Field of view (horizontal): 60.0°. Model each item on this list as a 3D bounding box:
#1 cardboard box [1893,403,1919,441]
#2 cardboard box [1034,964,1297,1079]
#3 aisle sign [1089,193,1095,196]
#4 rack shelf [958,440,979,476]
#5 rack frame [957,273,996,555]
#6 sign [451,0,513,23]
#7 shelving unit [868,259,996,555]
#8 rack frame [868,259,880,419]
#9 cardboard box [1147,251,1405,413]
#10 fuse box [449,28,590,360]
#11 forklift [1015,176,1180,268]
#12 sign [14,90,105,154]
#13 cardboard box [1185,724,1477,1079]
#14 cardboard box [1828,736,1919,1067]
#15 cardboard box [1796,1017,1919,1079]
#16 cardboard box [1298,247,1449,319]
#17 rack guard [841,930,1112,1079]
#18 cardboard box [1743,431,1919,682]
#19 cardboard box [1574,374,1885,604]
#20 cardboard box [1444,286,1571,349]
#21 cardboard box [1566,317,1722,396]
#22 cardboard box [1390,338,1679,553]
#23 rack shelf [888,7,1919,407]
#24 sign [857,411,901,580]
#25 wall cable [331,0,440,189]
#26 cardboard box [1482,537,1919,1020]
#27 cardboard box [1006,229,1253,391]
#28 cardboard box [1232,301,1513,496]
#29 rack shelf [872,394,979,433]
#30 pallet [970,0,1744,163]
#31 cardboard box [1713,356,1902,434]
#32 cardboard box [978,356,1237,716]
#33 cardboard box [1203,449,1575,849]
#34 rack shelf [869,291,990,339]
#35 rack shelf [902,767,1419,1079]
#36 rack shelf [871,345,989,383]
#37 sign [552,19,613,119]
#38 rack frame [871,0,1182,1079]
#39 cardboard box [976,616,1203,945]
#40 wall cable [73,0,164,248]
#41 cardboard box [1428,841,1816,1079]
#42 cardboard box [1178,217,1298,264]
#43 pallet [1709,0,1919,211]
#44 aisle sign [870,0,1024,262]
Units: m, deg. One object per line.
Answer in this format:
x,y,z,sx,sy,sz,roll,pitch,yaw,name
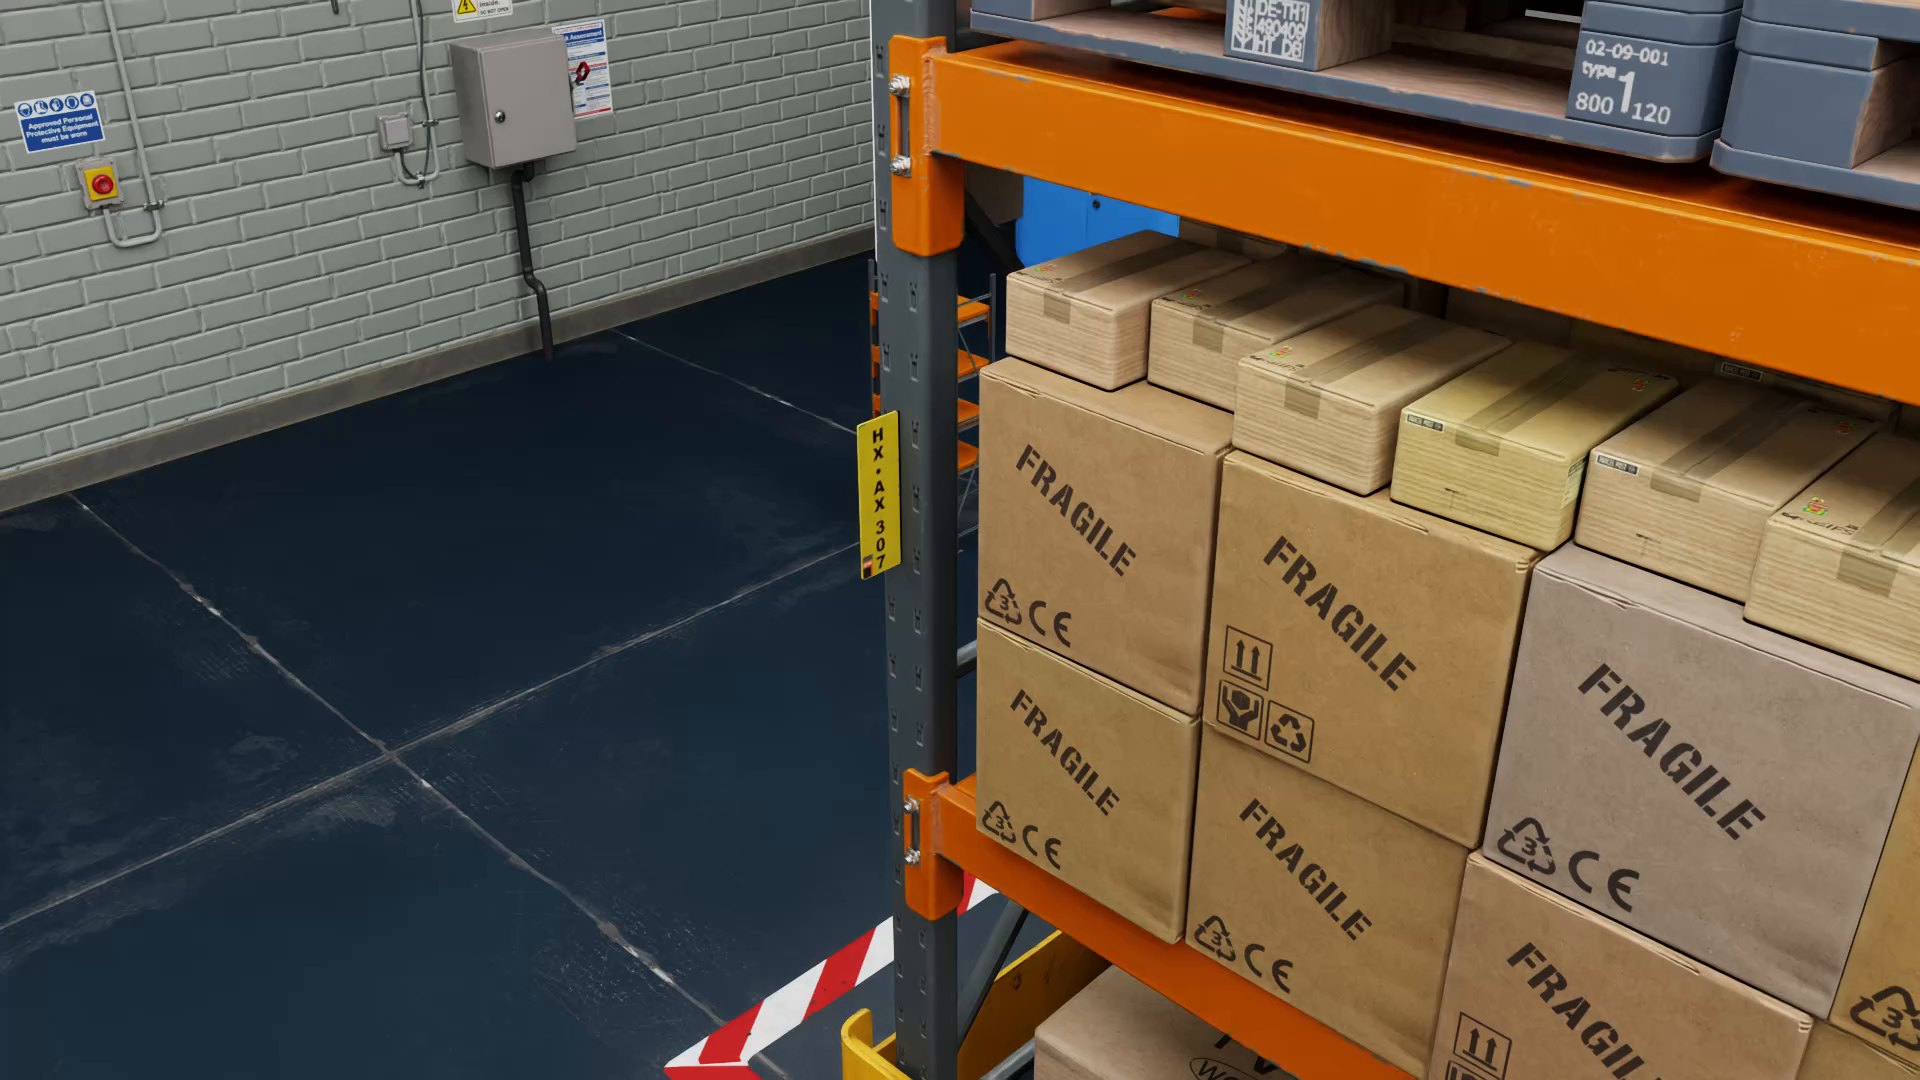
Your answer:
1.584,-0.172,2.475,0.380,0.149,0.250,-24,36,-38,cardboard box
0.781,1.284,3.888,0.875,0.438,0.875,23,36,37,cardboard box
0.406,-1.124,3.371,0.004,0.787,0.394,25,36,38,aisle sign
-0.118,-0.350,7.197,0.480,0.148,0.258,25,36,38,rack shelf
0.056,-0.505,6.922,0.015,1.200,0.240,25,36,38,rack frame
-2.407,-2.743,8.356,0.001,0.242,0.339,25,36,38,sign
-0.118,-0.585,7.073,0.503,1.200,0.258,25,36,38,shelving unit
-0.292,-0.665,7.225,0.015,1.200,0.240,25,36,38,rack frame
0.536,-0.351,2.816,0.380,0.149,0.250,-24,36,-38,cardboard box
-2.221,-1.758,8.755,0.414,1.711,0.539,25,36,38,fuse box
1.593,-2.807,9.439,1.130,2.935,3.031,20,34,33,forklift
-3.875,-1.802,7.164,0.001,0.218,0.327,25,36,38,sign
0.761,0.517,2.937,0.500,0.500,0.500,24,36,38,cardboard box
1.485,0.412,2.062,0.500,0.500,0.500,25,37,39,cardboard box
1.480,0.847,2.310,0.500,0.500,0.500,-24,36,-38,cardboard box
0.834,-0.495,3.090,0.380,0.149,0.250,-25,36,-38,cardboard box
0.223,1.252,4.332,0.348,0.500,1.175,25,36,38,rack guard
1.214,0.015,2.119,0.380,0.149,0.250,-25,37,-39,cardboard box
1.065,-0.080,2.301,0.380,0.149,0.250,-25,37,-39,cardboard box
1.077,-0.439,2.983,0.250,0.149,0.380,24,36,38,cardboard box
1.228,-0.343,2.801,0.380,0.149,0.250,-24,36,-38,cardboard box
0.841,-0.148,2.430,0.250,0.149,0.380,23,36,37,cardboard box
1.666,-0.203,1.964,4.000,0.370,1.077,25,36,38,rack shelf
-0.154,-0.083,3.169,0.005,0.325,0.100,25,36,38,sign
-2.811,-2.603,7.886,0.122,1.984,0.588,25,36,38,wall cable
1.128,0.249,2.371,0.500,0.500,0.500,24,36,38,cardboard box
0.299,-0.413,2.934,0.380,0.149,0.250,-24,36,-38,cardboard box
0.641,-0.228,2.582,0.380,0.149,0.250,-24,36,-38,cardboard box
-0.118,-0.526,7.105,0.480,0.148,0.258,25,36,38,rack shelf
0.776,-0.897,2.604,1.213,0.211,1.003,25,36,38,pallet
1.365,-0.234,2.594,0.250,0.149,0.380,24,36,38,cardboard box
0.382,-0.082,3.002,0.500,0.500,0.500,24,36,37,cardboard box
0.756,0.084,2.686,0.500,0.500,0.500,23,36,37,cardboard box
-0.118,-0.933,6.891,0.480,0.148,0.258,25,36,38,rack shelf
1.666,1.124,2.662,4.000,0.370,1.077,25,36,38,rack shelf
-0.118,-0.724,7.001,0.480,0.148,0.258,25,36,38,rack shelf
-2.022,-2.518,8.917,0.001,0.494,0.329,25,36,38,sign
0.240,0.153,3.736,0.127,3.000,1.000,25,36,38,rack frame
0.381,0.361,3.233,0.500,0.500,0.500,24,36,38,cardboard box
-3.797,-2.142,6.976,0.123,1.953,0.585,25,36,38,wall cable
1.111,0.689,2.610,0.500,0.500,0.500,24,36,38,cardboard box
0.636,-0.570,3.232,0.380,0.149,0.250,-25,36,-39,cardboard box
1.650,-0.498,1.847,1.213,0.211,1.003,25,36,38,pallet
-0.015,-0.925,2.992,0.004,0.787,0.394,25,36,38,aisle sign
